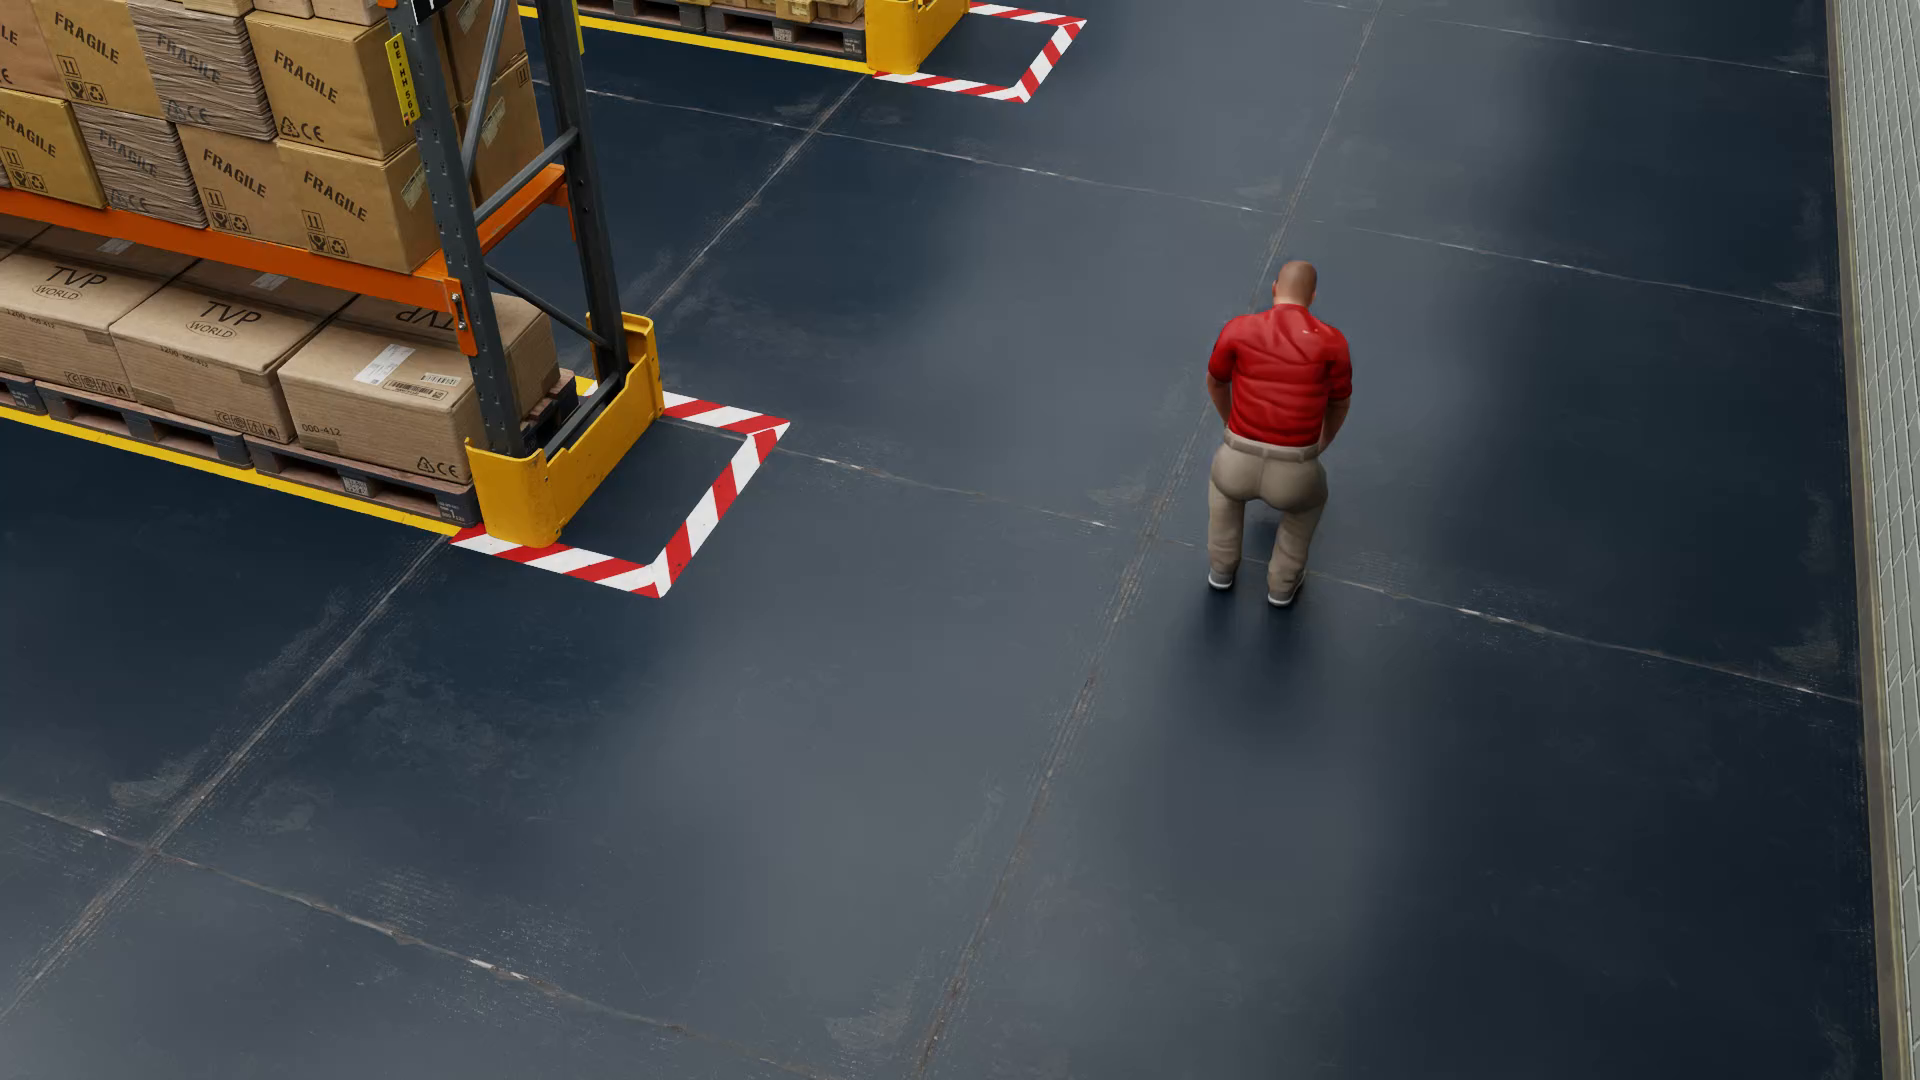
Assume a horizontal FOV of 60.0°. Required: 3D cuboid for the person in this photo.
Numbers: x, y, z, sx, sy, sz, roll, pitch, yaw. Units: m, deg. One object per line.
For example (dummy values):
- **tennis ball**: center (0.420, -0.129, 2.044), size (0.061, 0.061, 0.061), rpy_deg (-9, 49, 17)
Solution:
- **person**: center (1.263, -0.400, 6.854), size (0.590, 1.439, 0.686), rpy_deg (14, 43, 15)
